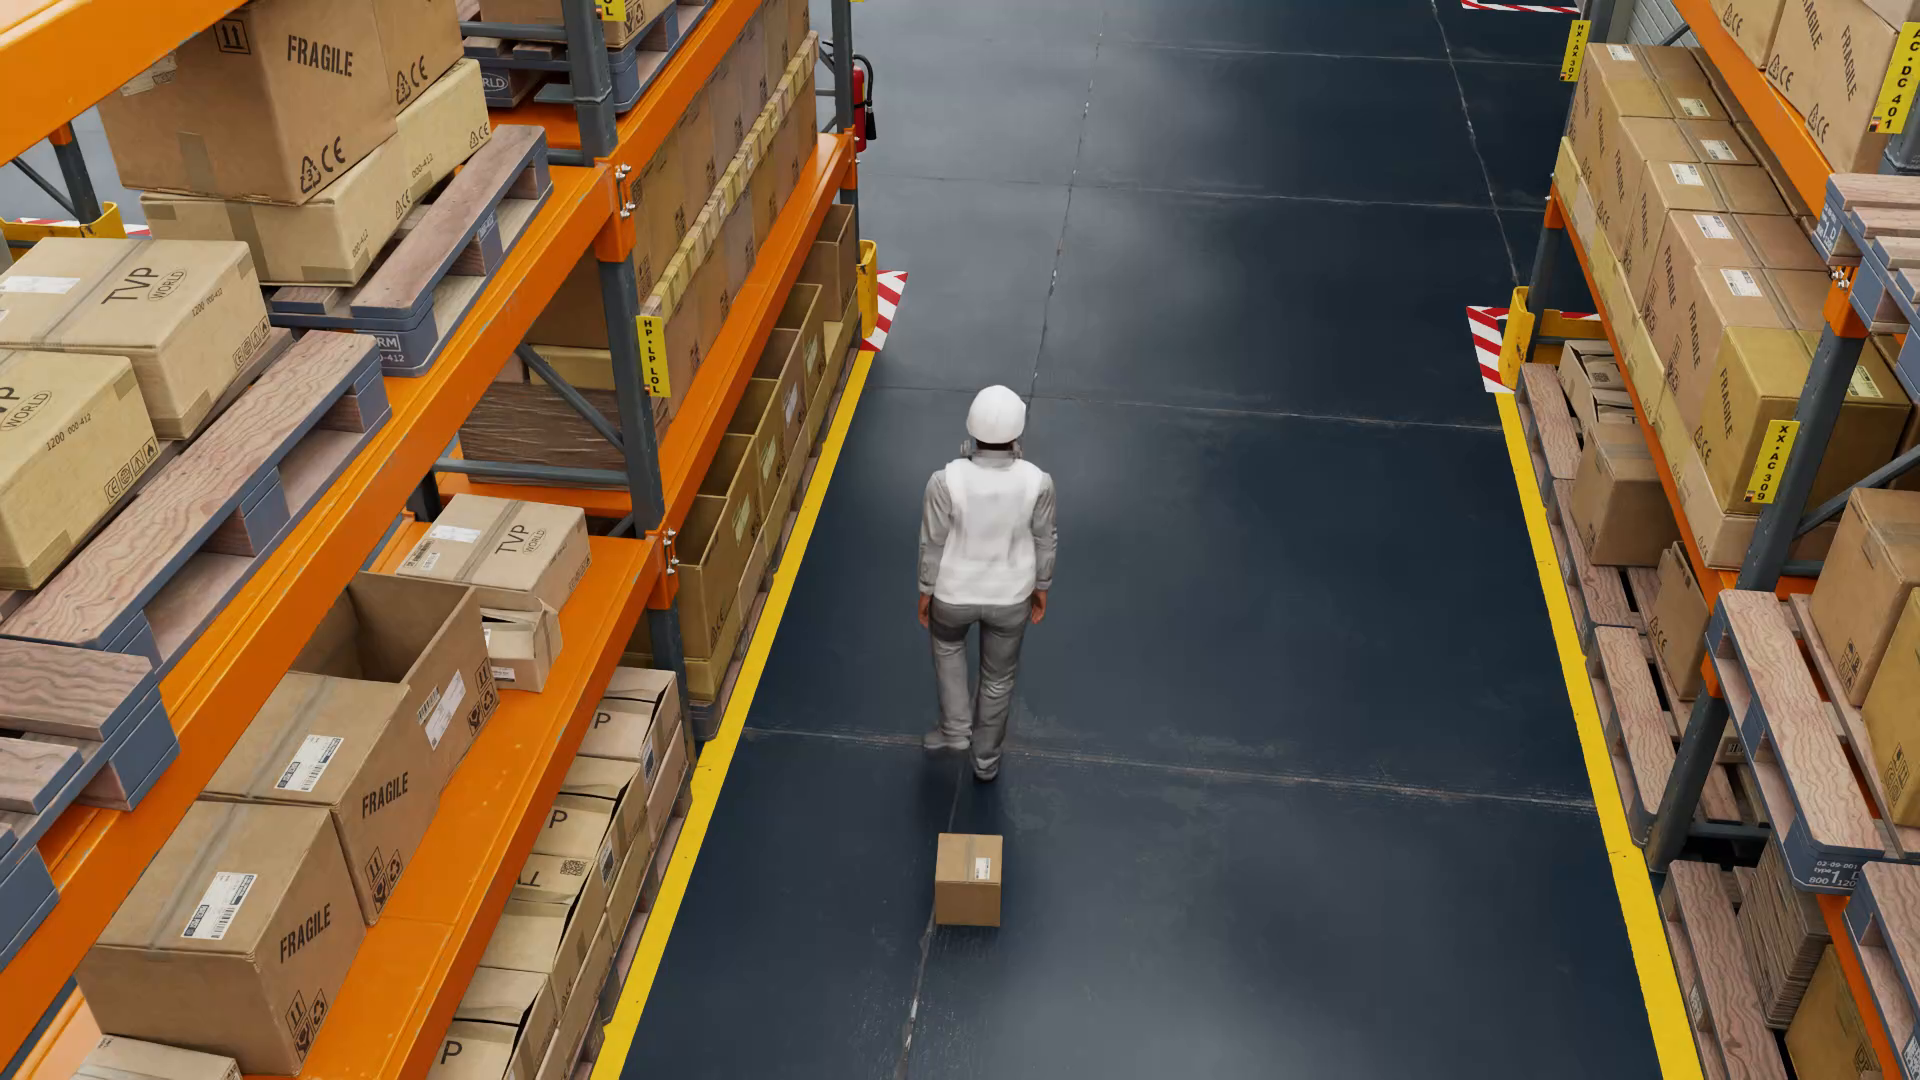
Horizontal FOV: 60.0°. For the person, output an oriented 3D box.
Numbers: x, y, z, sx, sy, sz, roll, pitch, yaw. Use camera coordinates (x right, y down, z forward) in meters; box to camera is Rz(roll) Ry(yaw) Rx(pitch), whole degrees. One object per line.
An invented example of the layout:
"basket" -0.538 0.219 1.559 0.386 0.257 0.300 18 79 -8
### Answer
"person" 0.108 0.187 6.728 0.560 1.760 0.488 0 36 0
